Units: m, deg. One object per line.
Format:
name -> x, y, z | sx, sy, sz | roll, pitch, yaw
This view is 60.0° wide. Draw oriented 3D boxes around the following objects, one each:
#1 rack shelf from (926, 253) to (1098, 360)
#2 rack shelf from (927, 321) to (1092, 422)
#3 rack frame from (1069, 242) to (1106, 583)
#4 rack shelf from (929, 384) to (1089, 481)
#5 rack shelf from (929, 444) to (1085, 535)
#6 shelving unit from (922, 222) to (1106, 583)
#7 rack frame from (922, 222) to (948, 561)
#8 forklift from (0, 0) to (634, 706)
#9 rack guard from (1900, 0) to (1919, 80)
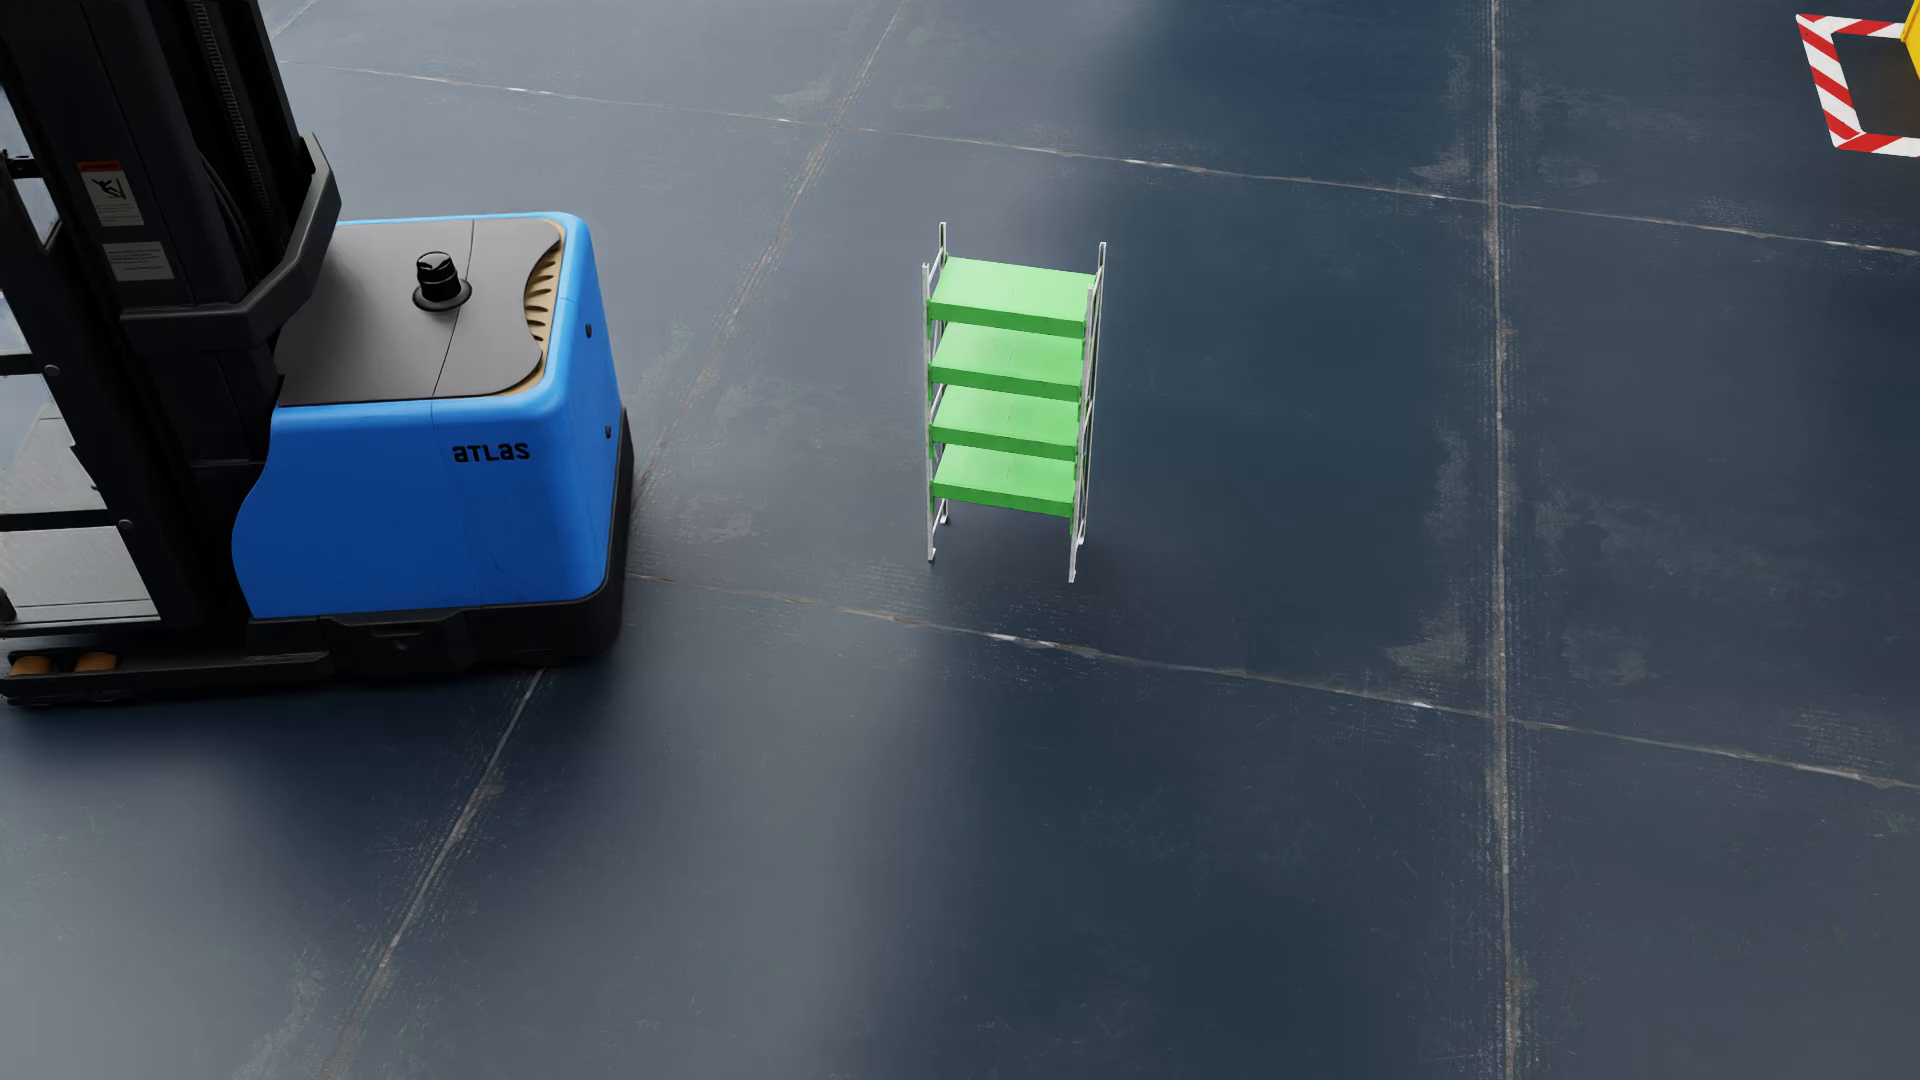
rack shelf -> 0.162, -0.707, 5.019 | 0.480, 0.148, 0.258 | 9, 45, 9
rack shelf -> 0.162, -0.534, 5.186 | 0.480, 0.148, 0.258 | 9, 45, 9
rack frame -> 0.400, -0.370, 5.269 | 0.015, 1.200, 0.240 | 9, 45, 9
rack shelf -> 0.162, -0.361, 5.352 | 0.480, 0.148, 0.258 | 9, 45, 9
rack shelf -> 0.162, -0.188, 5.519 | 0.480, 0.148, 0.258 | 9, 45, 9
shelving unit -> 0.162, -0.407, 5.308 | 0.503, 1.200, 0.258 | 9, 45, 9
rack frame -> -0.077, -0.444, 5.346 | 0.015, 1.200, 0.240 | 9, 45, 9
forklift -> -2.640, -0.920, 4.592 | 3.031, 2.935, 1.130 | -3, 44, -3
rack guard -> 4.797, -2.341, 7.822 | 0.348, 0.500, 1.175 | 9, 45, 9
